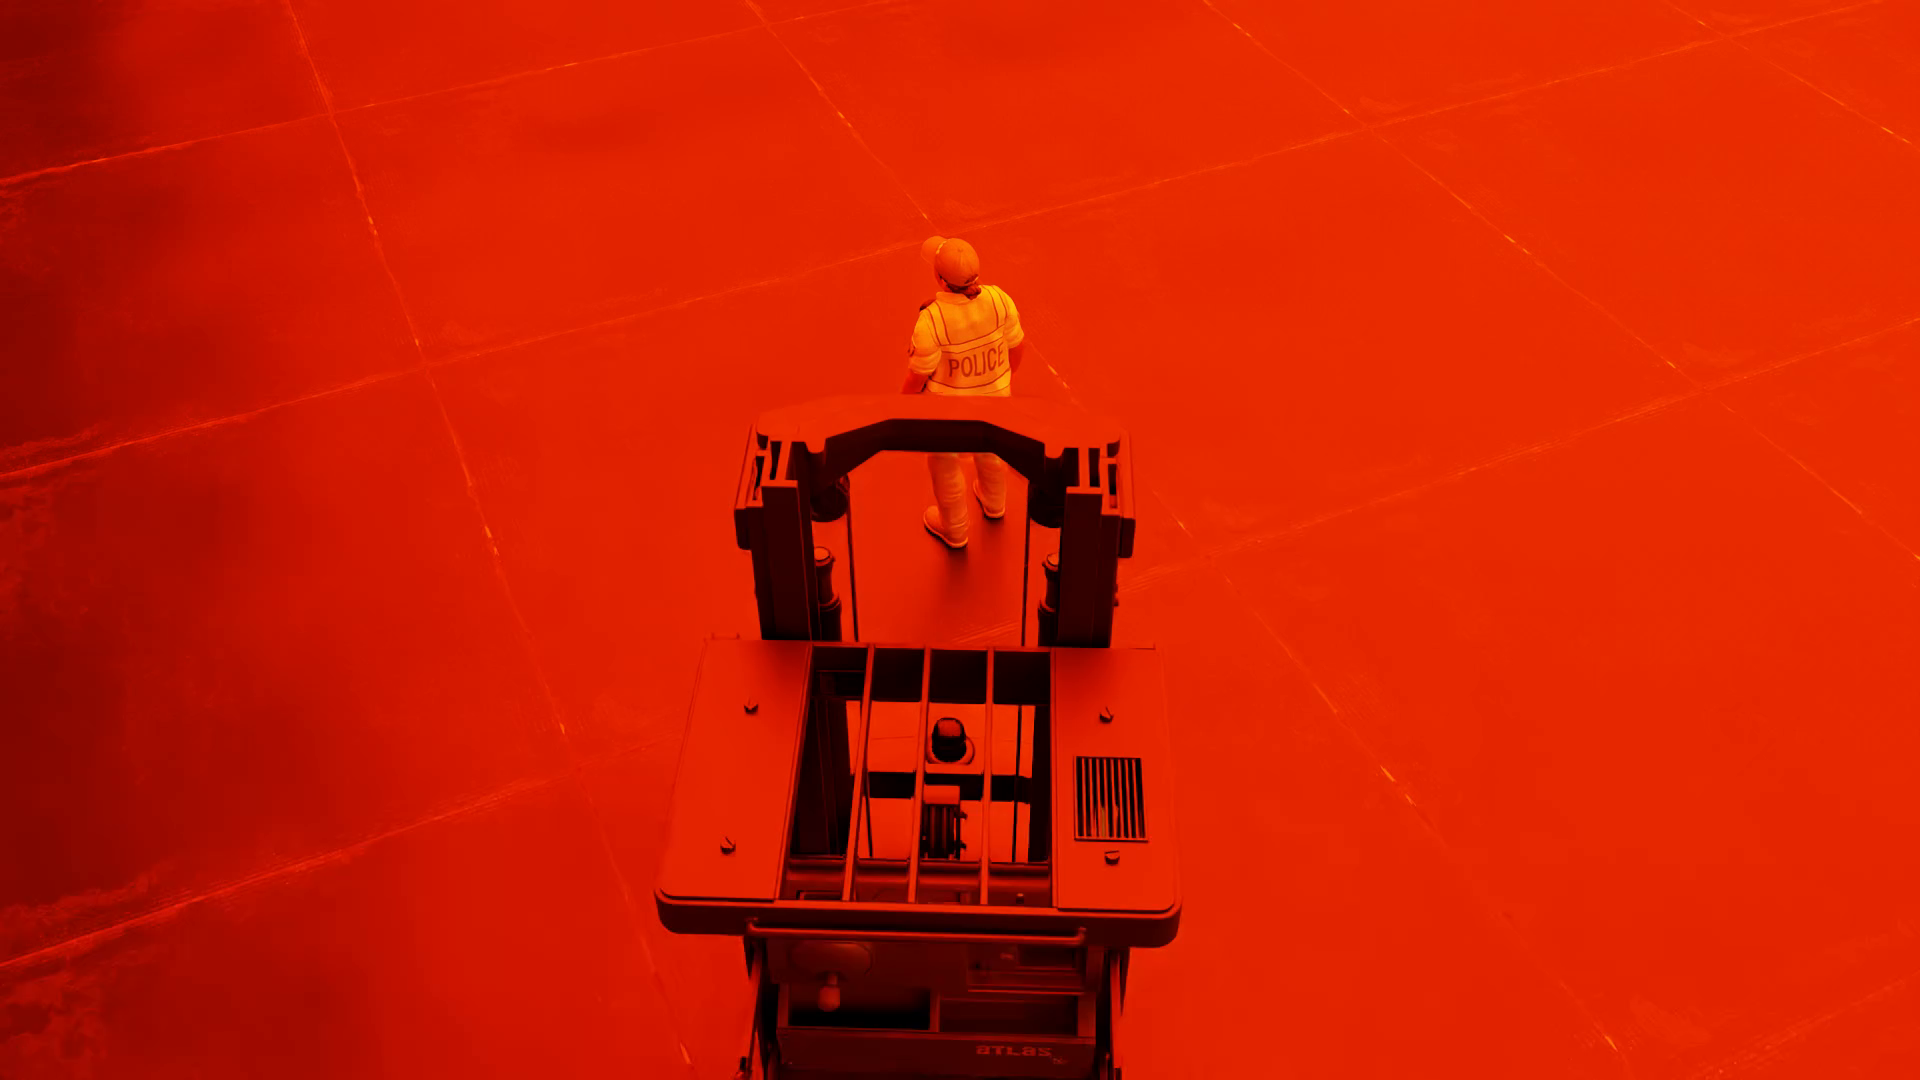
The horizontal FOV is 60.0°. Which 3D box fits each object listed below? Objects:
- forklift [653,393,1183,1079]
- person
[{"bbox_3d":[-0.074,1.189,4.407,1.130,2.935,3.031,1,43,1],"label":"forklift"},{"bbox_3d":[-0.011,-0.668,7.313,0.598,1.670,0.529,-18,46,-18],"label":"person"}]
